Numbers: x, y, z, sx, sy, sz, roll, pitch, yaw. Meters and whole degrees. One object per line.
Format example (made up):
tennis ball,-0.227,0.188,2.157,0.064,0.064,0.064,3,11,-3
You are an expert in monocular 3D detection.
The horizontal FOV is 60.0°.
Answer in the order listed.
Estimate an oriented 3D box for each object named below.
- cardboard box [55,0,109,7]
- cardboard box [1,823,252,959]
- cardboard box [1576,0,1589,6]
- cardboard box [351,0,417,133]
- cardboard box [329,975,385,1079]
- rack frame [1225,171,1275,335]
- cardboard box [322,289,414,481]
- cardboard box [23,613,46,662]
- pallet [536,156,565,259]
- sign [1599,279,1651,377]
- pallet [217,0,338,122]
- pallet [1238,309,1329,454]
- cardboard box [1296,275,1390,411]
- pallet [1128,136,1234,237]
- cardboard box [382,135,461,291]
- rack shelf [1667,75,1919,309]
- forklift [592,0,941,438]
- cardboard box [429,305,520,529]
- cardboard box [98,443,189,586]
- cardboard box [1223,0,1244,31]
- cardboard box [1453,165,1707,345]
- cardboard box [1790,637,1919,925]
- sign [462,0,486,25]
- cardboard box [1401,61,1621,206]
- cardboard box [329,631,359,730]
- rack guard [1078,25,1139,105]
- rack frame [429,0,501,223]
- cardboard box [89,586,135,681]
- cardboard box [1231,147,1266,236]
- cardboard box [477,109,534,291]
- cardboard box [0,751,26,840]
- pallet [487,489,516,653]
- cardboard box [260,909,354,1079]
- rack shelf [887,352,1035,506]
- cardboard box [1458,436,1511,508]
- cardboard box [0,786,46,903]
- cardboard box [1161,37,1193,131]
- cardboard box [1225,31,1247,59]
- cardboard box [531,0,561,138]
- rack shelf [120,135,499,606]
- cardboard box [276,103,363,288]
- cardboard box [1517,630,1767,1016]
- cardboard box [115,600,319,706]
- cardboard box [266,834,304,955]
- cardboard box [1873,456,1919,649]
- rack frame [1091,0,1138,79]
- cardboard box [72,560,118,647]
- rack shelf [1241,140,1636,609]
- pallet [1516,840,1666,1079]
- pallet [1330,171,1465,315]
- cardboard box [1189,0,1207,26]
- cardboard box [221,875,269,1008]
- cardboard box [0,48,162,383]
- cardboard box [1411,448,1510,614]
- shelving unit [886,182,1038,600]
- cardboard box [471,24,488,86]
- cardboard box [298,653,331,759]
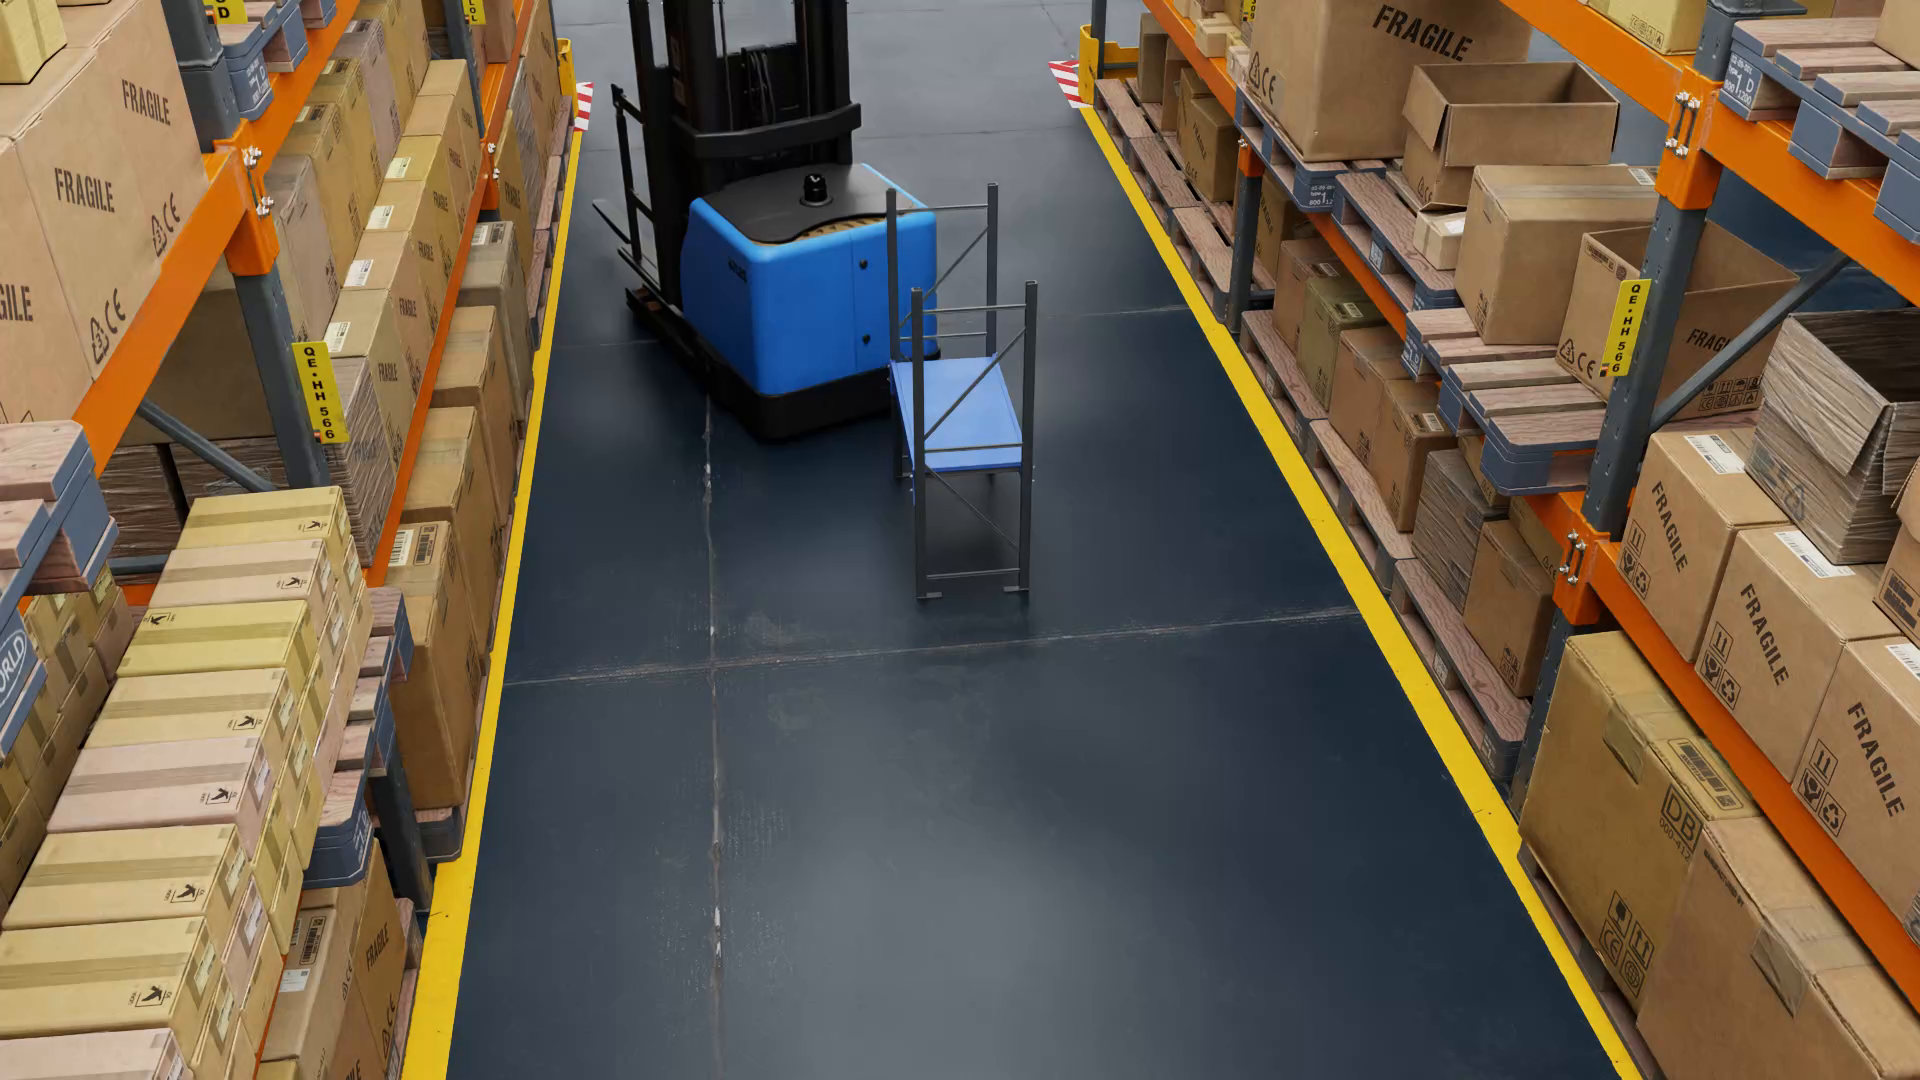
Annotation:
cardboard box,-2.049,-1.316,3.586,0.396,0.266,0.258,-4,35,-6
cardboard box,-1.669,0.720,3.352,0.380,0.149,0.250,-3,34,-4
cardboard box,2.180,-1.945,5.410,0.500,0.250,0.500,-4,35,-7
cardboard box,-2.755,-2.049,7.116,0.700,0.500,0.500,-5,35,-7
cardboard box,-1.947,1.571,4.627,0.500,0.500,0.500,-3,34,-4
rack frame,2.030,-2.477,8.721,1.000,3.000,0.127,-4,35,-6
cardboard box,-2.225,-0.521,5.762,0.500,0.500,0.500,-5,35,-7
cardboard box,-2.423,0.319,3.941,0.380,0.149,0.250,-5,35,-7
pallet,-3.091,-2.118,10.670,1.003,0.211,1.213,-4,35,-6
sign,2.031,-0.644,5.074,0.100,0.325,0.005,-4,35,-6
pallet,-2.500,-1.442,4.707,1.213,0.211,1.003,-3,34,-4
pallet,2.136,-0.890,8.869,1.003,0.211,1.213,-4,35,-6
cardboard box,2.136,-1.014,8.403,0.700,0.500,0.500,-5,35,-7
pallet,1.737,-2.379,11.053,1.003,0.211,1.213,-4,35,-6
cardboard box,-2.428,-1.364,6.999,0.500,0.500,0.500,-4,34,-6
rack shelf,2.836,-0.071,3.166,1.077,0.370,4.000,-4,35,-6
forklift,-1.275,-2.528,8.857,1.130,2.935,3.031,-18,38,-24
cardboard box,-2.600,-0.523,7.479,1.050,0.750,0.750,-4,35,-6
cardboard box,-2.688,-0.198,5.288,0.500,0.500,0.500,-4,35,-6
cardboard box,1.998,-3.178,9.398,0.875,0.500,0.500,-4,35,-6
cardboard box,2.281,-1.062,6.183,0.700,0.500,0.500,0,34,1
cardboard box,2.507,0.579,4.148,0.500,0.500,0.500,-5,35,-7
sign,-2.363,-2.650,8.017,0.100,0.325,0.005,-4,35,-6
cardboard box,2.354,-1.733,7.164,0.797,0.503,0.637,-1,34,-1
cardboard box,-1.808,0.384,4.373,0.380,0.149,0.250,-4,35,-7
rack guard,1.502,-3.634,12.638,1.175,0.500,0.348,-4,35,-6
rack frame,-2.899,-2.158,8.252,1.000,3.000,0.127,-4,35,-6
cardboard box,-2.501,0.270,4.541,0.380,0.149,0.250,-5,35,-7
cardboard box,1.931,-2.163,10.107,0.500,0.500,0.500,6,35,9
cardboard box,-2.914,-1.809,9.255,0.875,0.875,0.875,-4,34,-6
cardboard box,-2.383,0.608,3.781,0.380,0.149,0.250,-4,35,-6
pallet,-2.553,0.102,7.413,1.003,0.211,1.213,-4,35,-6
cardboard box,-1.931,1.267,4.408,0.500,0.250,0.500,-4,34,-6
rack shelf,-0.011,-0.519,7.499,0.538,0.185,1.000,-4,35,-6
cardboard box,2.366,-0.370,6.793,0.500,0.250,0.500,-1,34,-1
cardboard box,-2.390,0.721,3.879,0.380,0.149,0.250,-3,34,-4
cardboard box,1.673,-3.169,11.583,0.500,0.500,0.500,4,35,6
cardboard box,1.711,-2.755,9.352,0.380,0.149,0.250,-4,35,-6
cardboard box,-3.280,-3.312,11.460,0.875,0.875,0.875,-4,34,-6
rack shelf,-2.630,-0.744,6.817,1.077,0.370,4.000,-4,35,-6
cardboard box,-2.552,-1.199,5.870,0.700,0.500,0.500,-5,35,-7
cardboard box,2.640,0.846,5.358,1.225,0.875,0.875,-6,35,-9
cardboard box,-1.774,0.284,3.991,0.380,0.149,0.250,-3,34,-5
cardboard box,-1.705,0.817,3.738,0.380,0.149,0.250,-6,35,-8
cardboard box,2.735,0.073,4.000,0.797,0.503,0.637,-4,34,-5
rack frame,1.492,-4.709,11.996,1.000,3.000,0.127,-4,35,-6
cardboard box,-2.495,0.167,4.428,0.380,0.149,0.250,-3,34,-4
rack shelf,2.299,-1.063,7.286,1.077,0.370,4.000,-4,35,-6
pallet,2.599,1.353,5.577,1.003,0.211,1.213,-4,35,-6
pallet,2.261,-1.267,7.116,1.003,0.211,1.213,-4,35,-6
cardboard box,1.590,-3.172,9.964,0.380,0.149,0.250,-4,35,-6
cardboard box,-1.668,0.843,3.436,0.380,0.149,0.250,-4,34,-5
cardboard box,-1.952,-0.629,3.257,0.500,0.500,0.500,-4,35,-6
cardboard box,2.370,-0.074,7.025,0.700,0.500,0.500,-7,35,-10
shelving unit,-0.011,-0.667,7.397,0.538,1.500,1.048,-4,35,-6
cardboard box,-3.057,-2.730,8.959,0.875,0.550,0.550,-4,35,-6
cardboard box,-1.768,0.419,4.058,0.380,0.149,0.250,-4,34,-5
